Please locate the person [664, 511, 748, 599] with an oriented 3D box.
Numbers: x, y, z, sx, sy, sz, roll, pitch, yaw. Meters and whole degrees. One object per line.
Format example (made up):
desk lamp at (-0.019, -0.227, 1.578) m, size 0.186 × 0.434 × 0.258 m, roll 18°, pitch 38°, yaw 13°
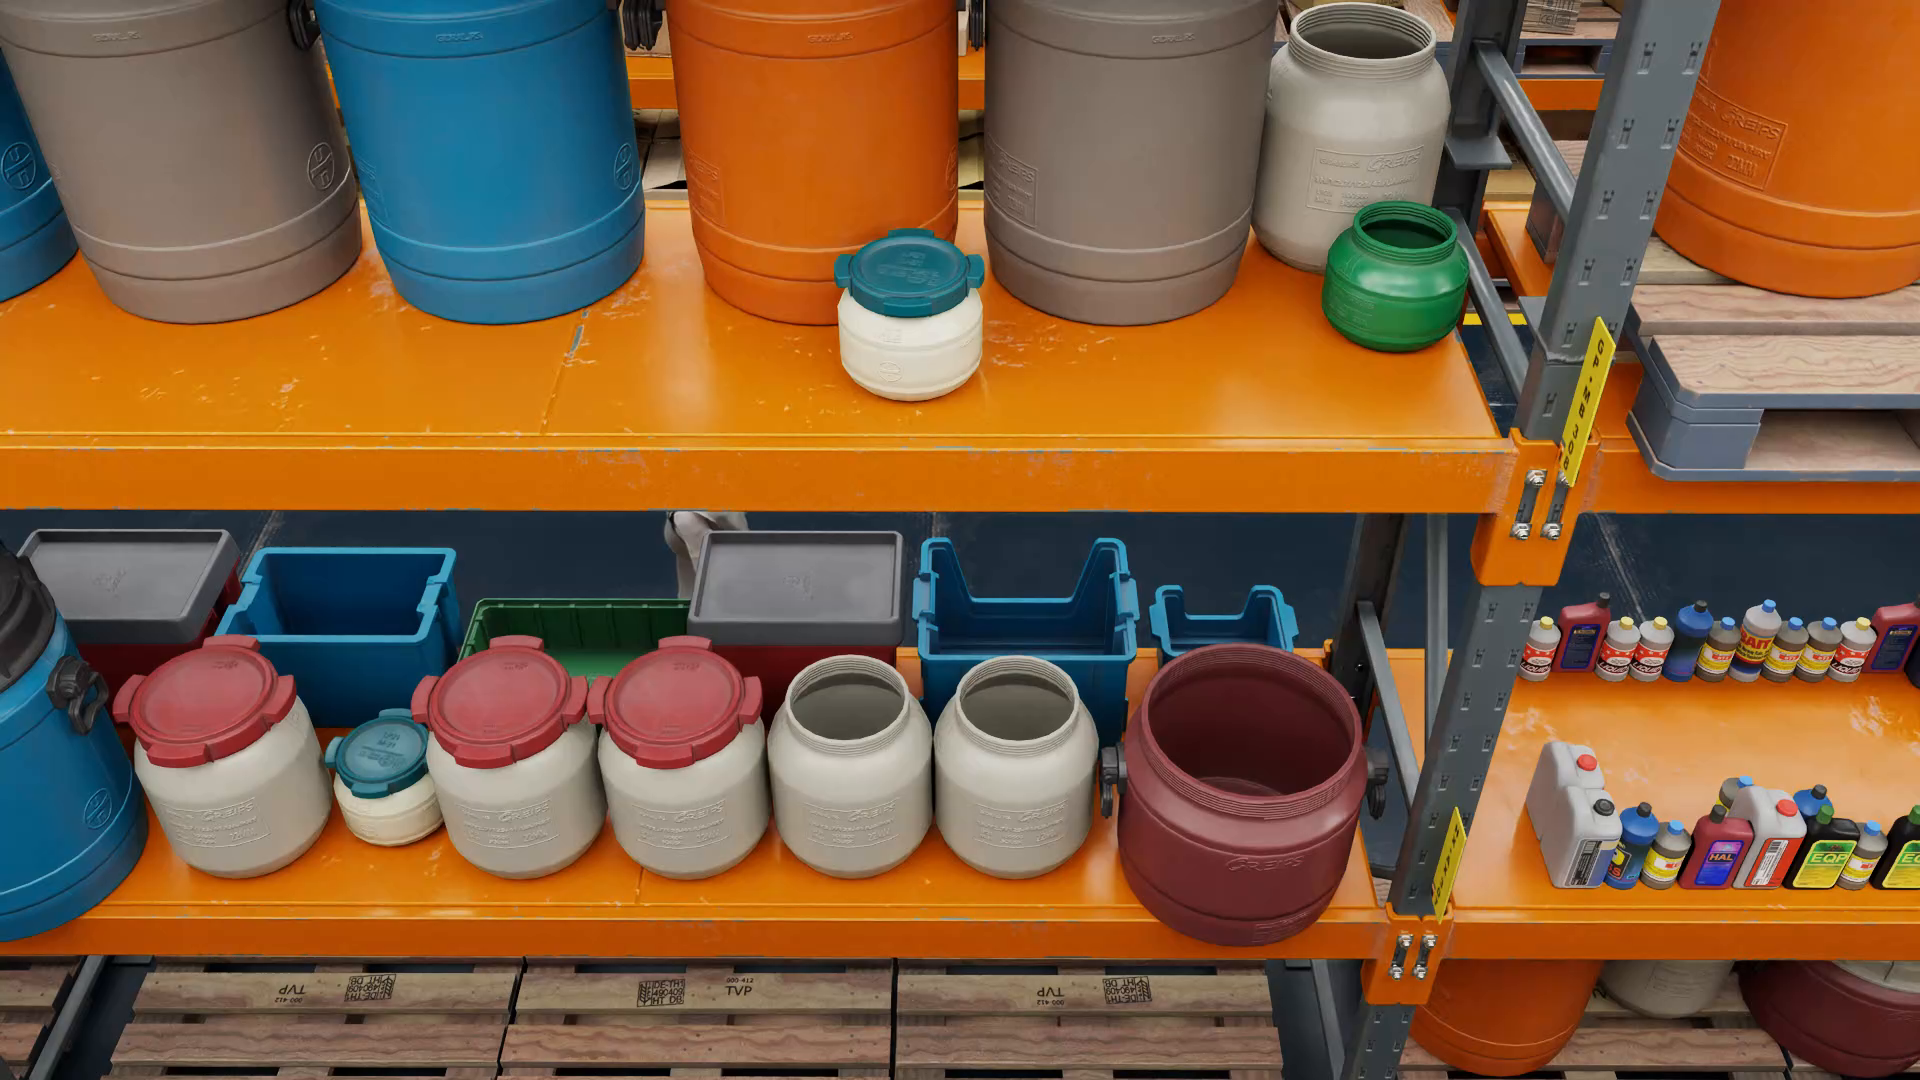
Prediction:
person at (-0.894, 0.201, 5.934) m, size 0.342 × 1.583 × 0.485 m, roll -2°, pitch 40°, yaw -2°
